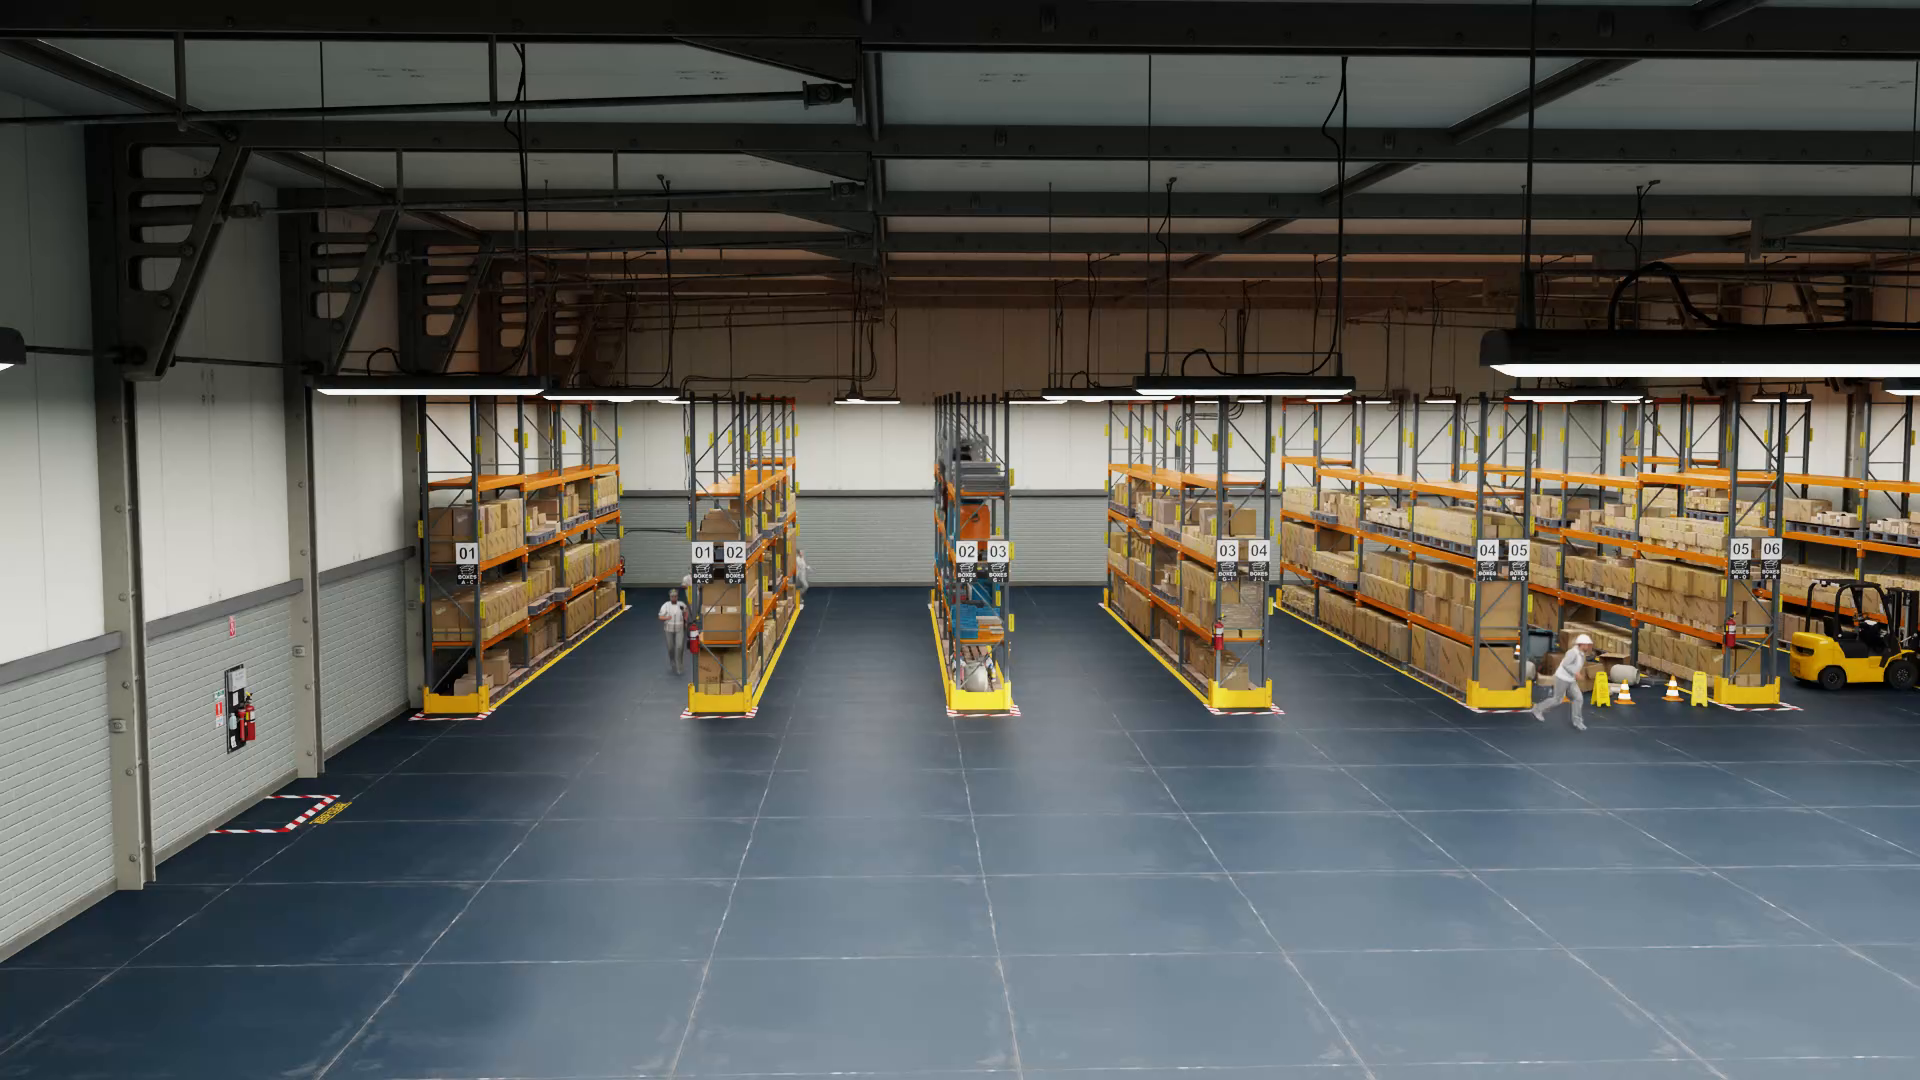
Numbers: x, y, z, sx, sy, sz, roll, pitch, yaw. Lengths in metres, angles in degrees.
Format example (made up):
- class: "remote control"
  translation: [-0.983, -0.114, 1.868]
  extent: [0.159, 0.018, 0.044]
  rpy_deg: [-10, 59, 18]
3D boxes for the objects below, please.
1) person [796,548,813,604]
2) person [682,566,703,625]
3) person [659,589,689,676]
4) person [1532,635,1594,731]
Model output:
- class: "person"
  translation: [-4.592, 1.039, 48.379]
  extent: [0.588, 1.650, 0.672]
  rpy_deg: [1, 5, 18]
- class: "person"
  translation: [-6.877, 1.455, 42.930]
  extent: [0.558, 1.623, 0.867]
  rpy_deg: [0, 5, -2]
- class: "person"
  translation: [-6.148, 1.954, 35.778]
  extent: [0.653, 1.809, 0.917]
  rpy_deg: [-1, 5, -12]
- class: "person"
  translation: [10.762, 2.517, 29.698]
  extent: [1.044, 1.731, 0.695]
  rpy_deg: [3, 6, 34]
